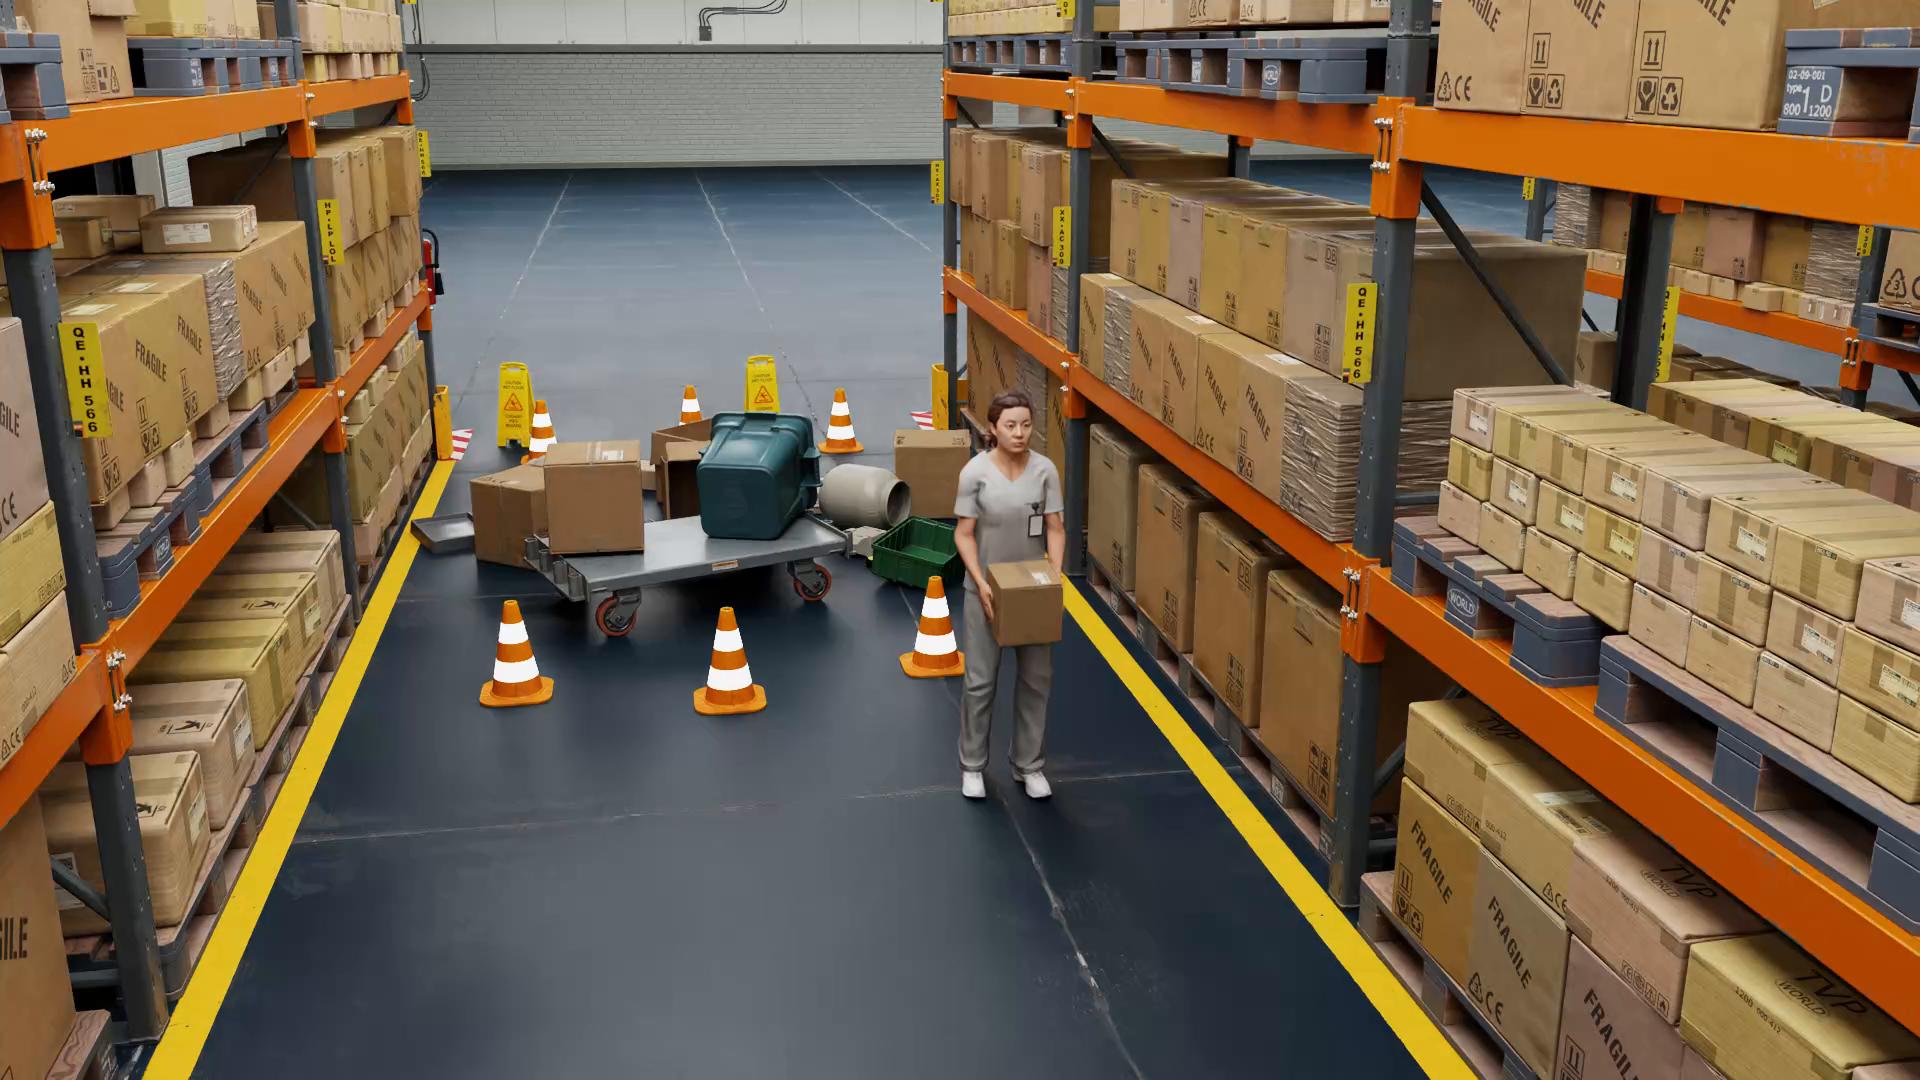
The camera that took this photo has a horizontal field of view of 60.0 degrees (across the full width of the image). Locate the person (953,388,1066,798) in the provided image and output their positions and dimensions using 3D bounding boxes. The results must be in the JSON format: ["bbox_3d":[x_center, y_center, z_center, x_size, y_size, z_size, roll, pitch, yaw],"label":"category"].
[{"bbox_3d":[0.210,0.226,6.769,0.465,1.675,0.461,-3,17,-12],"label":"person"}]
